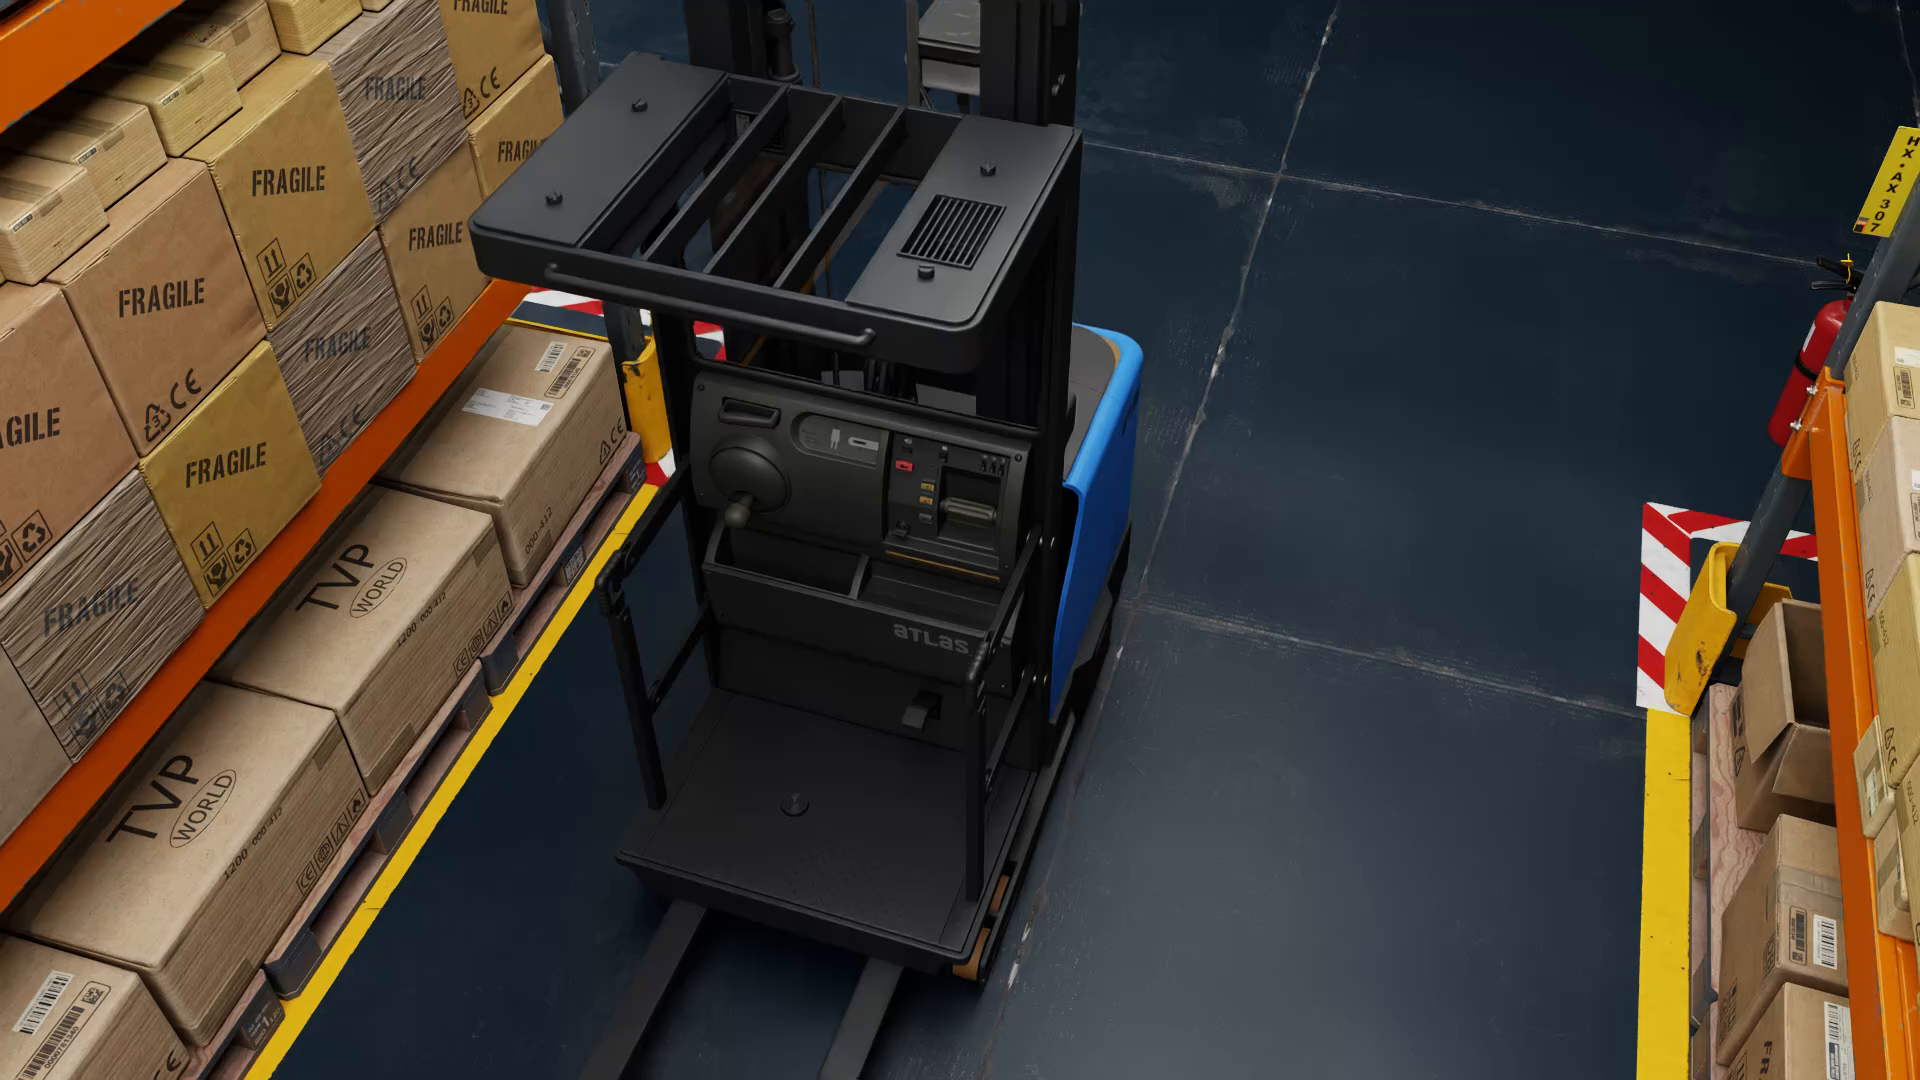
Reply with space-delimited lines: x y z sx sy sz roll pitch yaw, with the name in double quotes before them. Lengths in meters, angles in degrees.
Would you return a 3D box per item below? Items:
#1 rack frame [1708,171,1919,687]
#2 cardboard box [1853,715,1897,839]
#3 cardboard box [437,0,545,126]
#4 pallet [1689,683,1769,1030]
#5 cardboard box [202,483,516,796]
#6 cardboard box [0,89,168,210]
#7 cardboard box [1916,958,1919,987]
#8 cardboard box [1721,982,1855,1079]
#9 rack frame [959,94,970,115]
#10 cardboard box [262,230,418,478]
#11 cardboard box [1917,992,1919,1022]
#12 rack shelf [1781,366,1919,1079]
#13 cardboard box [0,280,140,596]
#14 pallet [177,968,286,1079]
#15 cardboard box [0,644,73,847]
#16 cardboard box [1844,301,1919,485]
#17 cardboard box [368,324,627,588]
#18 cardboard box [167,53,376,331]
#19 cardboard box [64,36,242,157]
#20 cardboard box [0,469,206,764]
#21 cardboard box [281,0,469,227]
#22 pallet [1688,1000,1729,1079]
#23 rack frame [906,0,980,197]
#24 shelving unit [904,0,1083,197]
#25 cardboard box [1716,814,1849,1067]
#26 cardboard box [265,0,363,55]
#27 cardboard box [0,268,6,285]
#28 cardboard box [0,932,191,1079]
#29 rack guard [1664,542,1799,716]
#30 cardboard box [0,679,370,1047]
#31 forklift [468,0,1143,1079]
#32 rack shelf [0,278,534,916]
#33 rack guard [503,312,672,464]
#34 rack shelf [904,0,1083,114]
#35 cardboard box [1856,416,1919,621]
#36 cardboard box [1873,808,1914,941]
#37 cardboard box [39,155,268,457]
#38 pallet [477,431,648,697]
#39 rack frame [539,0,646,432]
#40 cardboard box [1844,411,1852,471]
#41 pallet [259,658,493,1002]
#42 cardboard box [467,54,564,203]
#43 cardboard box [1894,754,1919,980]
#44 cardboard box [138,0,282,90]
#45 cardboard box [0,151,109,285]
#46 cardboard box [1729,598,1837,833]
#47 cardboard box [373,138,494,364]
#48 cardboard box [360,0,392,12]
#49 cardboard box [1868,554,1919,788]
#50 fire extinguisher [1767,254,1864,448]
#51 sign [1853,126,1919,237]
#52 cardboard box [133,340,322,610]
"rack frame" 3.029 -0.534 4.651 1.000 3.000 0.127 13 46 13
"cardboard box" 2.230 0.565 3.707 0.380 0.149 0.250 11 46 11
"cardboard box" -1.622 -1.604 4.958 0.500 0.500 0.500 14 46 14
"pallet" 2.765 1.045 5.031 1.003 0.211 1.213 13 46 13
"cardboard box" -2.077 0.256 5.375 0.875 0.438 0.875 14 46 14
"cardboard box" -2.052 -0.893 3.768 0.380 0.149 0.250 14 46 14
"cardboard box" 2.157 0.931 3.333 0.380 0.149 0.250 12 46 12
"cardboard box" 2.202 1.490 4.070 0.500 0.500 0.500 13 46 13
"rack frame" 0.189 -1.141 5.915 0.400 2.100 0.015 13 46 13
"cardboard box" -1.910 -0.564 4.611 0.500 0.500 0.500 14 46 14
"cardboard box" 2.040 1.022 2.956 0.500 0.250 0.500 12 46 12
"rack shelf" 2.423 1.056 3.540 1.077 0.370 4.000 13 46 13
"cardboard box" -2.215 -0.250 3.574 0.500 0.500 0.500 13 46 13
"pallet" -2.610 1.590 4.474 1.003 0.211 1.213 13 46 13
"cardboard box" -2.366 0.456 3.568 0.500 0.500 0.500 13 46 13
"cardboard box" 2.635 -0.341 4.348 0.500 0.250 0.500 13 46 13
"cardboard box" -1.808 -0.356 6.001 0.875 0.438 0.875 11 45 11
"cardboard box" -1.905 -0.920 4.259 0.500 0.500 0.500 12 46 12
"cardboard box" -1.955 -1.064 3.942 0.380 0.149 0.250 14 46 13
"cardboard box" -2.210 0.126 3.905 0.500 0.500 0.500 13 46 13
"cardboard box" -1.752 -1.249 4.596 0.500 0.500 0.500 13 46 13
"pallet" 2.394 1.856 4.203 1.003 0.211 1.213 13 46 13
"rack frame" 0.032 -0.818 5.585 0.400 2.100 0.015 13 46 13
"shelving unit" 0.110 -0.980 5.750 0.431 2.100 0.503 13 46 13
"cardboard box" 2.457 1.159 4.408 0.700 0.500 0.500 14 46 14
"cardboard box" -1.788 -1.403 4.288 0.380 0.149 0.250 14 46 13
"cardboard box" -2.232 -0.559 3.426 0.380 0.149 0.250 12 46 12
"cardboard box" -2.622 1.453 4.152 0.875 0.438 0.875 12 46 12
"rack guard" 3.006 0.410 5.473 1.175 0.500 0.348 13 46 13
"cardboard box" -2.351 0.857 4.762 0.875 0.438 0.875 11 45 11
"forklift" -0.343 -0.074 4.230 1.130 2.935 3.031 13 46 13
"rack shelf" -2.309 0.008 4.612 1.077 0.370 4.000 13 46 13
"rack guard" -1.696 -0.705 6.613 1.175 0.500 0.348 13 46 13
"rack shelf" 0.111 -1.470 5.270 0.431 0.518 0.480 13 46 13
"cardboard box" 2.482 -0.005 4.005 0.500 0.250 0.500 13 46 13
"cardboard box" 2.170 0.745 3.524 0.380 0.149 0.250 14 46 13
"cardboard box" -2.059 -0.586 3.917 0.500 0.500 0.500 12 46 12
"pallet" -1.871 -0.036 6.136 1.003 0.211 1.213 13 46 13
"rack frame" -1.703 -1.583 5.723 1.000 3.000 0.127 13 46 13
"cardboard box" 2.668 -0.283 4.574 0.380 0.149 0.250 12 46 12
"pallet" -2.242 0.774 5.308 1.003 0.211 1.213 13 46 12
"cardboard box" -1.597 -1.241 5.302 0.500 0.500 0.500 13 46 13
"cardboard box" 2.197 0.679 3.306 0.500 0.250 0.500 11 46 11
"cardboard box" -1.935 -1.243 4.126 0.380 0.149 0.250 12 46 12
"cardboard box" -2.092 -0.708 3.579 0.380 0.149 0.250 13 46 13
"cardboard box" 2.753 0.596 4.981 0.797 0.503 0.637 11 45 11
"cardboard box" -1.763 -0.909 4.963 0.500 0.500 0.500 12 46 12
"cardboard box" -1.673 -1.562 4.451 0.380 0.149 0.250 12 46 12
"cardboard box" 2.332 0.334 3.659 0.500 0.250 0.500 12 46 12
"fire extinguisher" 2.633 -0.569 5.008 0.296 0.674 0.183 13 46 13
"sign" 2.512 -0.958 4.465 0.100 0.325 0.005 13 46 13
"cardboard box" -2.054 -0.218 4.256 0.500 0.500 0.500 14 46 14
